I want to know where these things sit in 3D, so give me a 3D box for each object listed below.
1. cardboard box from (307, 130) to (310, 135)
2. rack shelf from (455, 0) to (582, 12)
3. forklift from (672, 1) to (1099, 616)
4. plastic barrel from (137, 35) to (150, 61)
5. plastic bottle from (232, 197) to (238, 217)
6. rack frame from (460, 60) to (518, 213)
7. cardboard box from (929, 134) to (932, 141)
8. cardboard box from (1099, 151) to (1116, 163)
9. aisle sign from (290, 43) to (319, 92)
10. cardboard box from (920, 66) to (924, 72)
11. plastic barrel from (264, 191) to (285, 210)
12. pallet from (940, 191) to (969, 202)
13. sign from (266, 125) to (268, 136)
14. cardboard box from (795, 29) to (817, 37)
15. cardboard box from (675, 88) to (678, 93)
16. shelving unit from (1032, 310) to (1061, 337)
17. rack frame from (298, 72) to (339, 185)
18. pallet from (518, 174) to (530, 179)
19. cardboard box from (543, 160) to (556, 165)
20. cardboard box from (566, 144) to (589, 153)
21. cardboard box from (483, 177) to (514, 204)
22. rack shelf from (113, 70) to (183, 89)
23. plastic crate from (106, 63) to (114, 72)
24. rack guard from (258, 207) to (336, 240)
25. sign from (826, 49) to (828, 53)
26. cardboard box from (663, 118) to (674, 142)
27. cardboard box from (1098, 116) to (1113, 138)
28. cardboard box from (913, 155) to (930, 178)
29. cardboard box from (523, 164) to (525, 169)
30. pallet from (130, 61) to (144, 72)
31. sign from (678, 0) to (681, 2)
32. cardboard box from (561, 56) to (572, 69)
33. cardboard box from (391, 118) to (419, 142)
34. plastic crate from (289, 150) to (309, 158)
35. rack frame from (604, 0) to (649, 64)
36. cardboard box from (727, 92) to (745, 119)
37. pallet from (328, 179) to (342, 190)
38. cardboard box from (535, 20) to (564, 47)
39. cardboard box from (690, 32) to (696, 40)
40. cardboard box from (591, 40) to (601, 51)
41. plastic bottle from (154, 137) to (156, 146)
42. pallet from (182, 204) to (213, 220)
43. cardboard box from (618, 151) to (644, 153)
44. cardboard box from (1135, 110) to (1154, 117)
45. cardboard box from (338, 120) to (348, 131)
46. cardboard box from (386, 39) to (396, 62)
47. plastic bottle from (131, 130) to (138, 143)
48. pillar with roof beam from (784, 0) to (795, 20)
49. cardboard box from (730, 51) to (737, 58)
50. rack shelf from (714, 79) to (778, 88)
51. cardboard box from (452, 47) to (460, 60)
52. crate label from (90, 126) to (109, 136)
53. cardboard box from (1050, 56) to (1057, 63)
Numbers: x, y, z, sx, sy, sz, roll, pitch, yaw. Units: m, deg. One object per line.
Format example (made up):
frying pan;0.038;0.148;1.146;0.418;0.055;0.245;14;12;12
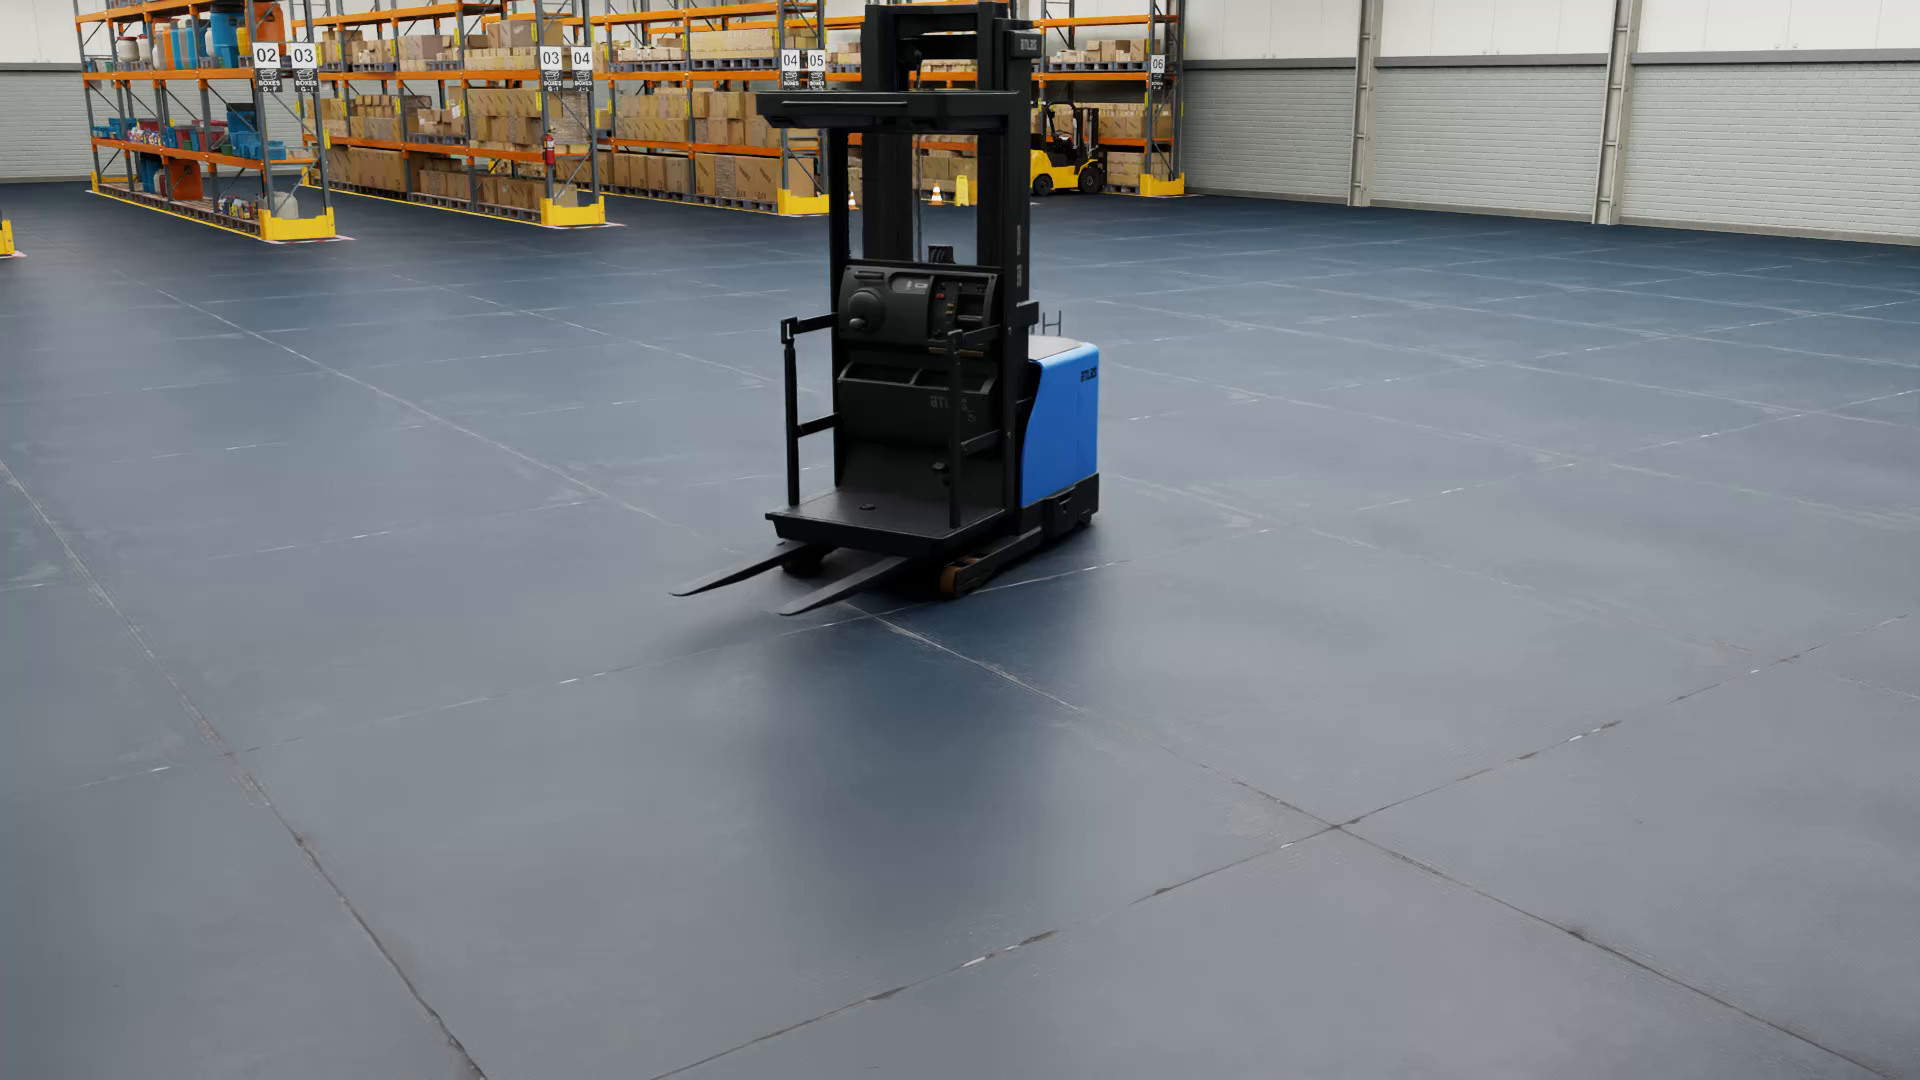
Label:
cardboard box;-16.541;-10.489;42.693;0.380;0.149;0.250;-11;19;-35
rack shelf;-8.404;-10.347;31.704;1.077;0.370;4.000;-11;19;-35
forklift;-0.329;-1.253;8.601;1.130;2.935;3.031;8;17;28
plastic barrel;-17.102;-10.385;35.101;0.433;0.535;0.433;0;15;0
plastic bottle;-13.086;-6.027;30.100;0.144;0.351;0.185;-11;19;-35
rack frame;-9.580;-8.229;33.961;1.000;3.000;0.127;-11;19;-35
cardboard box;-0.488;-9.168;37.868;0.380;0.149;0.250;-11;19;-35
cardboard box;3.668;-9.307;40.419;0.500;0.250;0.500;-11;19;-34
aisle sign;-10.955;-7.890;27.798;0.394;0.787;0.004;-11;19;-35
cardboard box;-0.671;-10.659;37.630;0.380;0.149;0.250;-11;19;-34
plastic barrel;-11.978;-5.845;29.166;0.421;0.512;0.421;0;15;0
pallet;0.295;-7.764;37.542;1.003;0.211;1.213;-11;19;-35
sign;-13.134;-7.677;31.419;0.100;0.325;0.005;-11;19;-35
cardboard box;-3.095;-10.205;33.479;0.380;0.149;0.250;-11;19;-34
cardboard box;-7.884;-12.775;47.258;0.380;0.149;0.250;-11;19;-34
shelving unit;0.467;-0.816;10.262;0.189;1.200;0.258;9;15;29
rack frame;-16.635;-10.792;43.323;1.000;3.000;0.127;-11;19;-35
pallet;-11.357;-9.740;44.761;1.003;0.211;1.213;-11;19;-35
cardboard box;-10.632;-9.836;43.309;0.380;0.149;0.250;-10;18;-33
cardboard box;-7.202;-7.352;31.231;0.380;0.149;0.250;-11;19;-35
cardboard box;-9.377;-7.135;33.901;0.500;0.500;0.500;-12;19;-36
rack shelf;-17.114;-9.842;35.532;1.077;0.370;4.000;-11;19;-35
plastic crate;-18.783;-10.557;37.185;0.450;0.188;0.662;-11;19;-35
rack guard;-11.317;-5.410;28.394;1.175;0.500;0.348;-11;19;-35
sign;-4.146;-15.057;51.548;0.100;0.325;0.005;-11;19;-35
cardboard box;-6.328;-9.204;37.332;0.500;0.500;0.500;-11;19;-35
cardboard box;3.700;-10.019;40.310;0.500;0.500;0.500;-11;19;-36
cardboard box;-0.807;-8.614;38.360;0.500;0.500;0.500;-10;18;-32
cardboard box;-11.493;-10.029;44.579;0.380;0.149;0.250;-10;18;-32
pallet;-17.080;-10.131;35.583;1.003;0.211;1.213;-11;19;-35
sign;-8.172;-15.793;48.314;0.100;0.325;0.005;-11;19;-35
cardboard box;-7.302;-8.893;30.987;0.500;0.250;0.500;-10;18;-33
cardboard box;-12.422;-9.199;37.313;0.500;0.500;0.500;-10;18;-33
plastic crate;-11.500;-6.720;28.947;0.298;0.136;0.250;-11;19;-35
rack frame;-7.860;-12.725;39.024;1.000;3.000;0.127;-11;19;-35
cardboard box;-4.377;-9.139;34.954;0.875;0.550;0.500;-11;19;-35
pallet;-15.389;-9.028;42.161;1.003;0.211;1.213;-11;19;-35
cardboard box;-7.882;-9.614;31.637;0.500;0.500;0.500;-11;19;-35
cardboard box;-5.569;-10.808;35.682;0.380;0.149;0.250;-11;19;-34
cardboard box;-8.622;-11.849;39.866;0.396;0.266;0.258;-11;19;-35
plastic bottle;-16.767;-8.337;34.729;0.097;0.201;0.097;0;15;0
pallet;-14.800;-6.538;33.064;1.003;0.211;1.213;-11;19;-35
cardboard box;-8.070;-9.375;40.667;0.500;0.250;0.500;-12;19;-37
cardboard box;4.371;-10.076;39.291;0.380;0.149;0.250;-11;19;-34
cardboard box;-14.755;-10.062;40.379;0.500;0.250;0.500;-11;19;-36
cardboard box;-12.348;-10.902;37.052;0.797;0.503;0.637;-10;18;-31
plastic bottle;-18.111;-8.873;36.547;0.152;0.276;0.135;-11;19;-35
pillar with roof beam;-8.945;-16.042;51.143;9.100;9.000;0.400;-11;19;-35
cardboard box;-4.522;-10.044;34.400;0.380;0.149;0.250;-11;19;-34
rack shelf;-5.091;-12.149;43.961;1.077;0.370;4.000;-11;19;-35
cardboard box;-10.213;-9.999;34.204;0.396;0.266;0.258;-10;18;-33
crate label;-20.763;-9.867;40.149;0.416;0.233;0.303;-11;19;-35
cardboard box;2.468;-11.972;41.445;0.380;0.149;0.250;-10;18;-33
